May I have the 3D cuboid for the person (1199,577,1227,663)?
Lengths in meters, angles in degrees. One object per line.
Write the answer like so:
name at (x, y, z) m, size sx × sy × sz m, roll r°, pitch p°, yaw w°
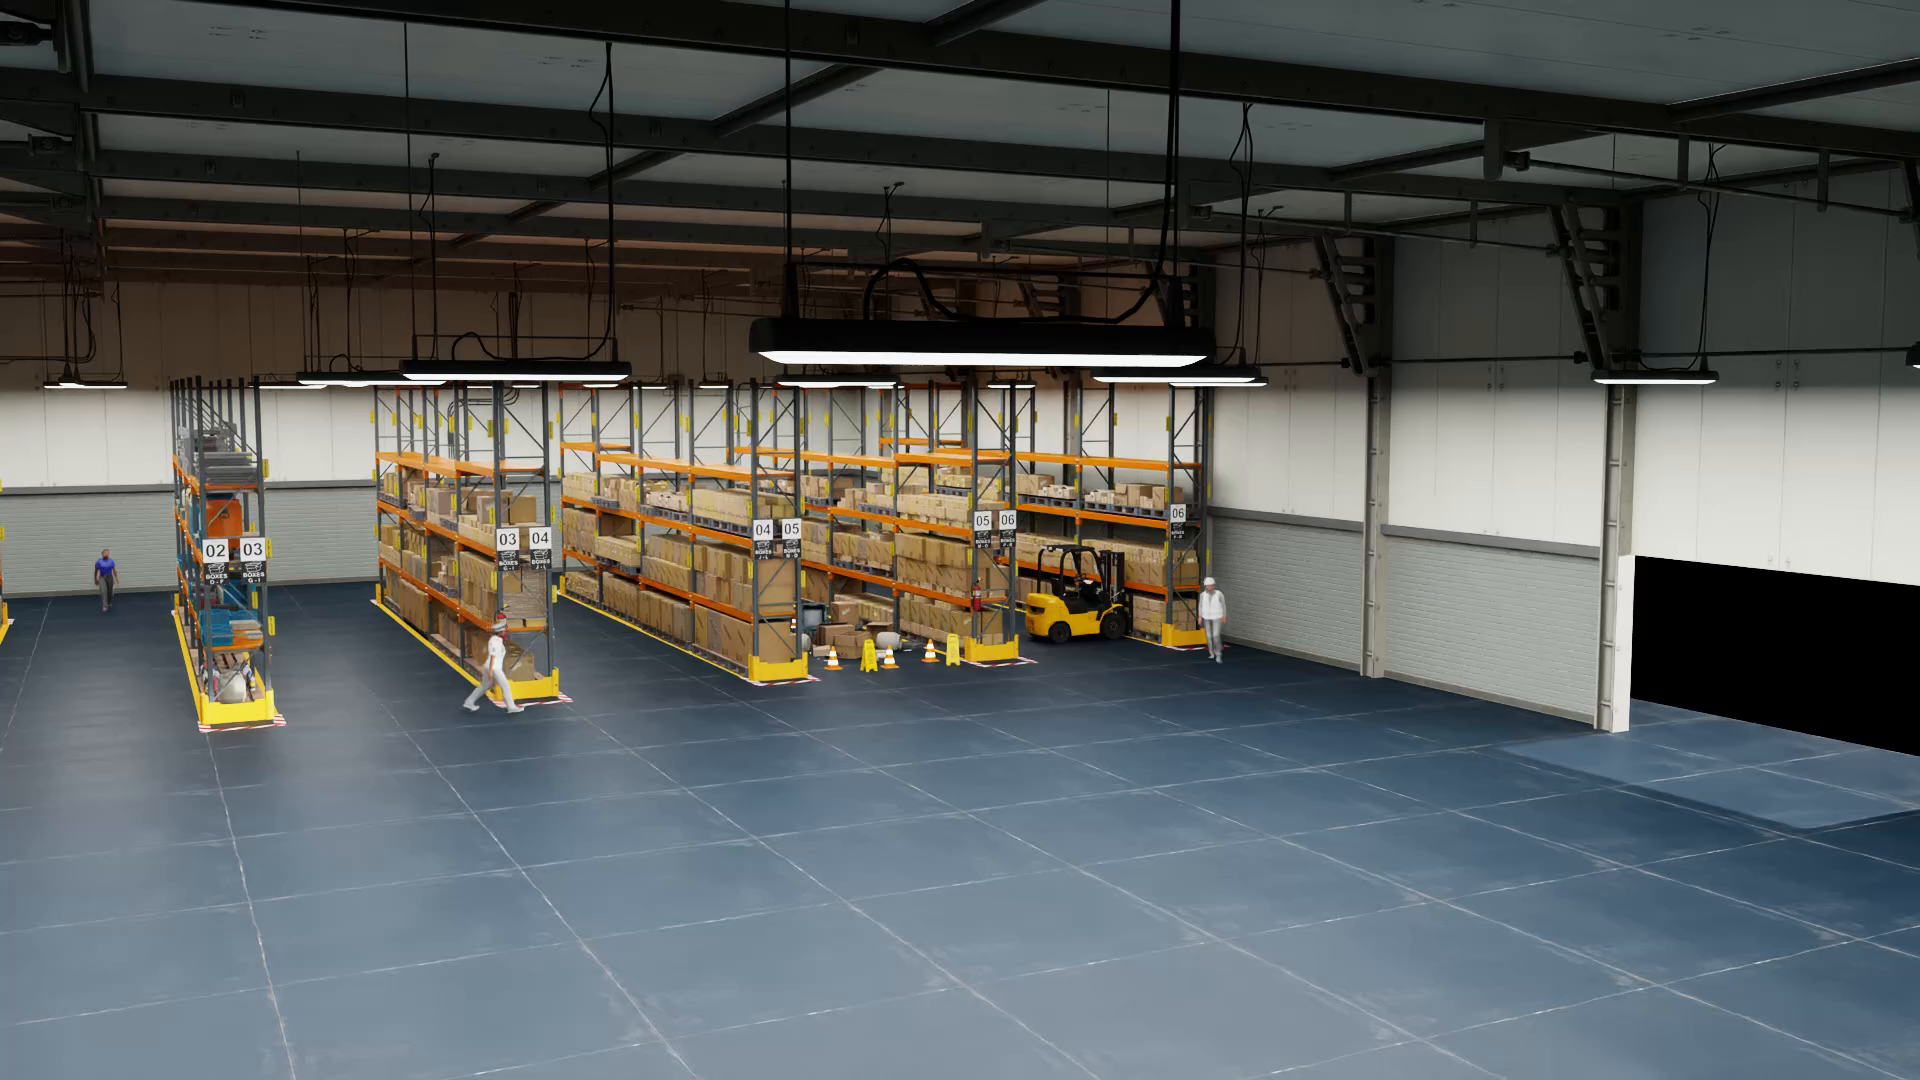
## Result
person at (5.383, 1.689, 35.484) m, size 0.638 × 1.776 × 0.682 m, roll 3°, pitch 6°, yaw 29°

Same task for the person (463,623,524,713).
person at (-8.326, 2.283, 29.632) m, size 1.084 × 1.609 × 0.469 m, roll -1°, pitch 5°, yaw -10°

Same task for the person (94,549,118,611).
person at (-22.396, 1.029, 43.619) m, size 0.552 × 1.595 × 1.033 m, roll -3°, pitch 6°, yaw -30°
